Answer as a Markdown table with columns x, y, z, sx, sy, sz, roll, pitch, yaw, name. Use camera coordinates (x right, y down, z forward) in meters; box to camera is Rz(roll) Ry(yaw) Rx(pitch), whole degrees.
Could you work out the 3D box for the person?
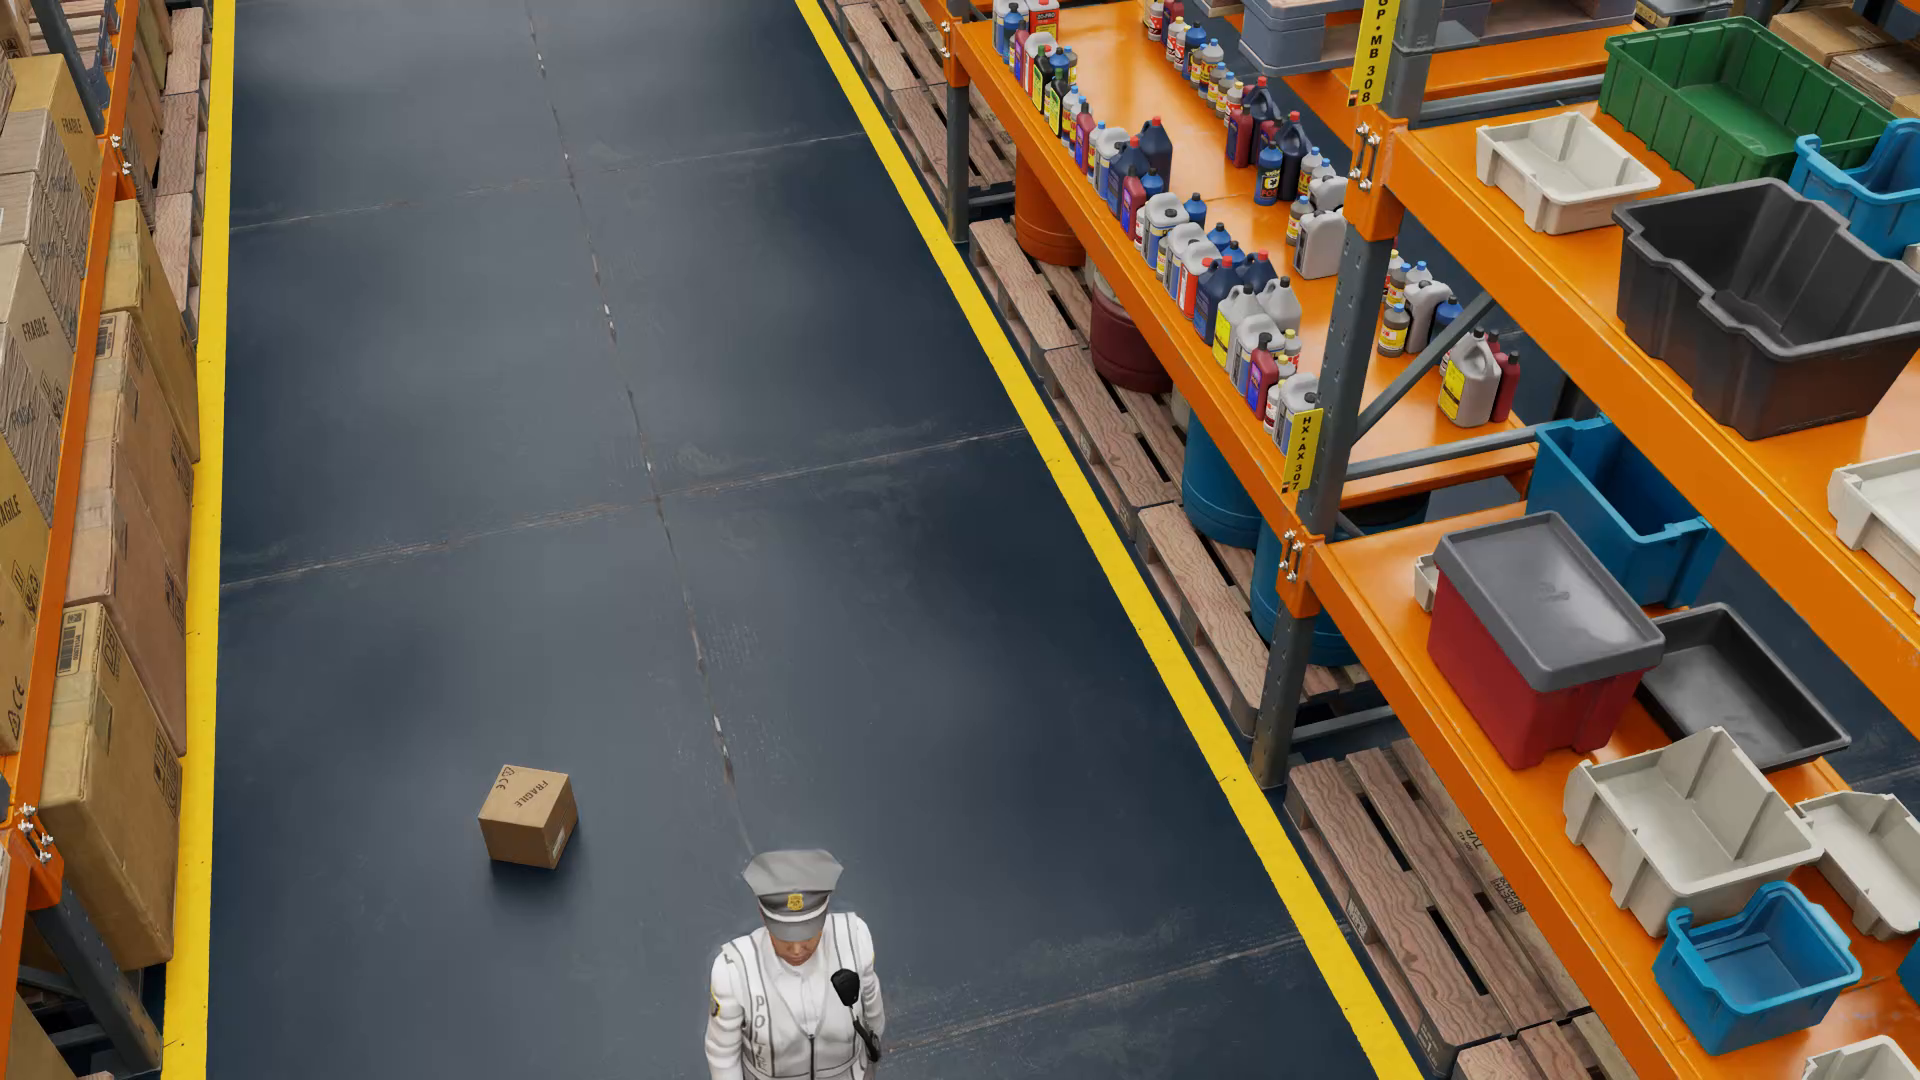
| x | y | z | sx | sy | sz | roll | pitch | yaw | name |
| --- | --- | --- | --- | --- | --- | --- | --- | --- | --- |
| -0.438 | 1.424 | 4.576 | 0.500 | 1.648 | 0.879 | -10 | 43 | -10 | person |
